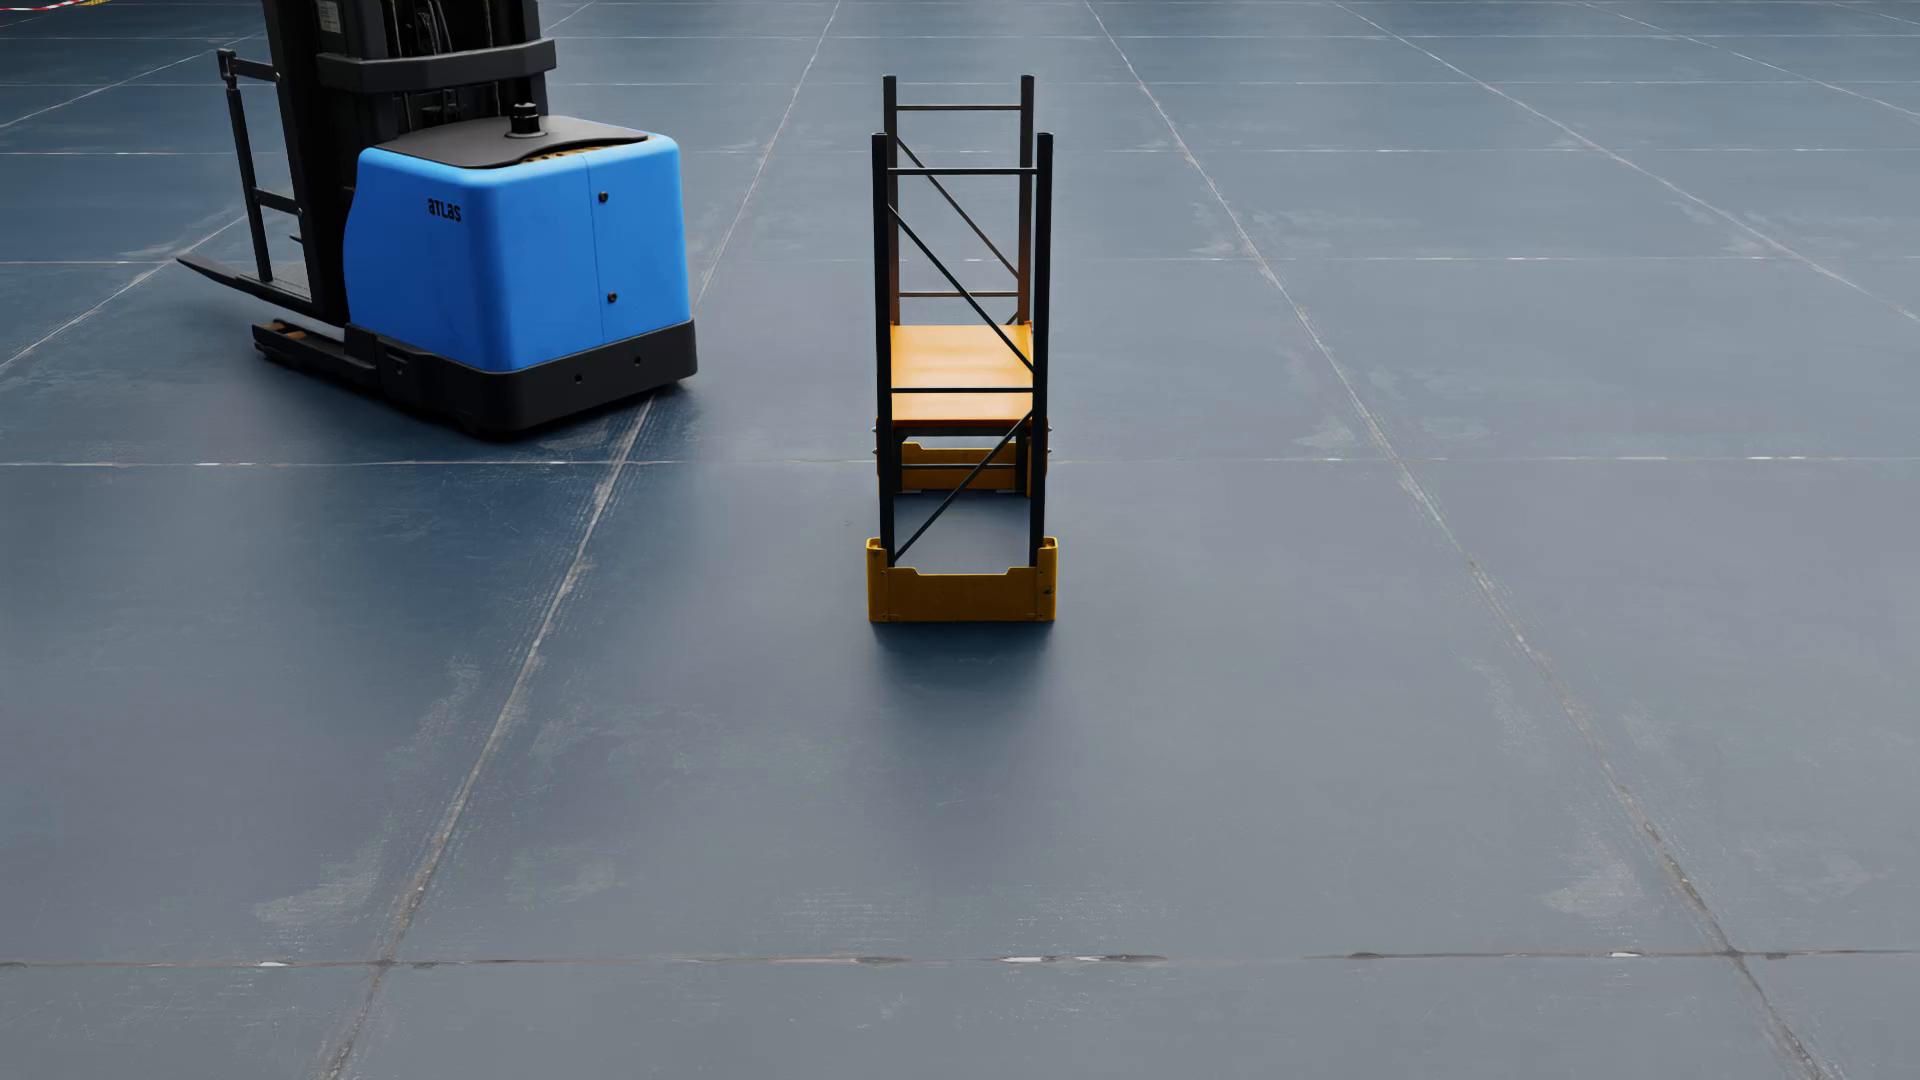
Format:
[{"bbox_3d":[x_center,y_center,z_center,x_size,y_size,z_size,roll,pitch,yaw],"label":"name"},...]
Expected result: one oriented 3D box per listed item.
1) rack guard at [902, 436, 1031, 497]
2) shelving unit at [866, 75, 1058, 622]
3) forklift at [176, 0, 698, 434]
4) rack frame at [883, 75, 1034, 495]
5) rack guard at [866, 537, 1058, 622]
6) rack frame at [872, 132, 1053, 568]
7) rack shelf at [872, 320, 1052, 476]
[{"bbox_3d":[-0.005,-0.288,6.083,0.587,0.250,0.087,0,24,-1],"label":"rack guard"},{"bbox_3d":[0.001,-0.652,5.371,0.587,1.500,1.083,0,24,-1],"label":"shelving unit"},{"bbox_3d":[-2.577,-2.248,7.163,3.031,2.935,1.130,20,31,37],"label":"forklift"},{"bbox_3d":[-0.005,-0.858,5.826,0.500,1.500,0.032,0,24,-1],"label":"rack frame"},{"bbox_3d":[0.006,0.123,5.175,0.587,0.250,0.087,0,24,-1],"label":"rack guard"},{"bbox_3d":[0.006,-0.439,4.900,0.500,1.500,0.032,0,24,-1],"label":"rack frame"},{"bbox_3d":[0.001,-0.484,5.437,0.538,0.185,1.000,0,24,-1],"label":"rack shelf"}]
